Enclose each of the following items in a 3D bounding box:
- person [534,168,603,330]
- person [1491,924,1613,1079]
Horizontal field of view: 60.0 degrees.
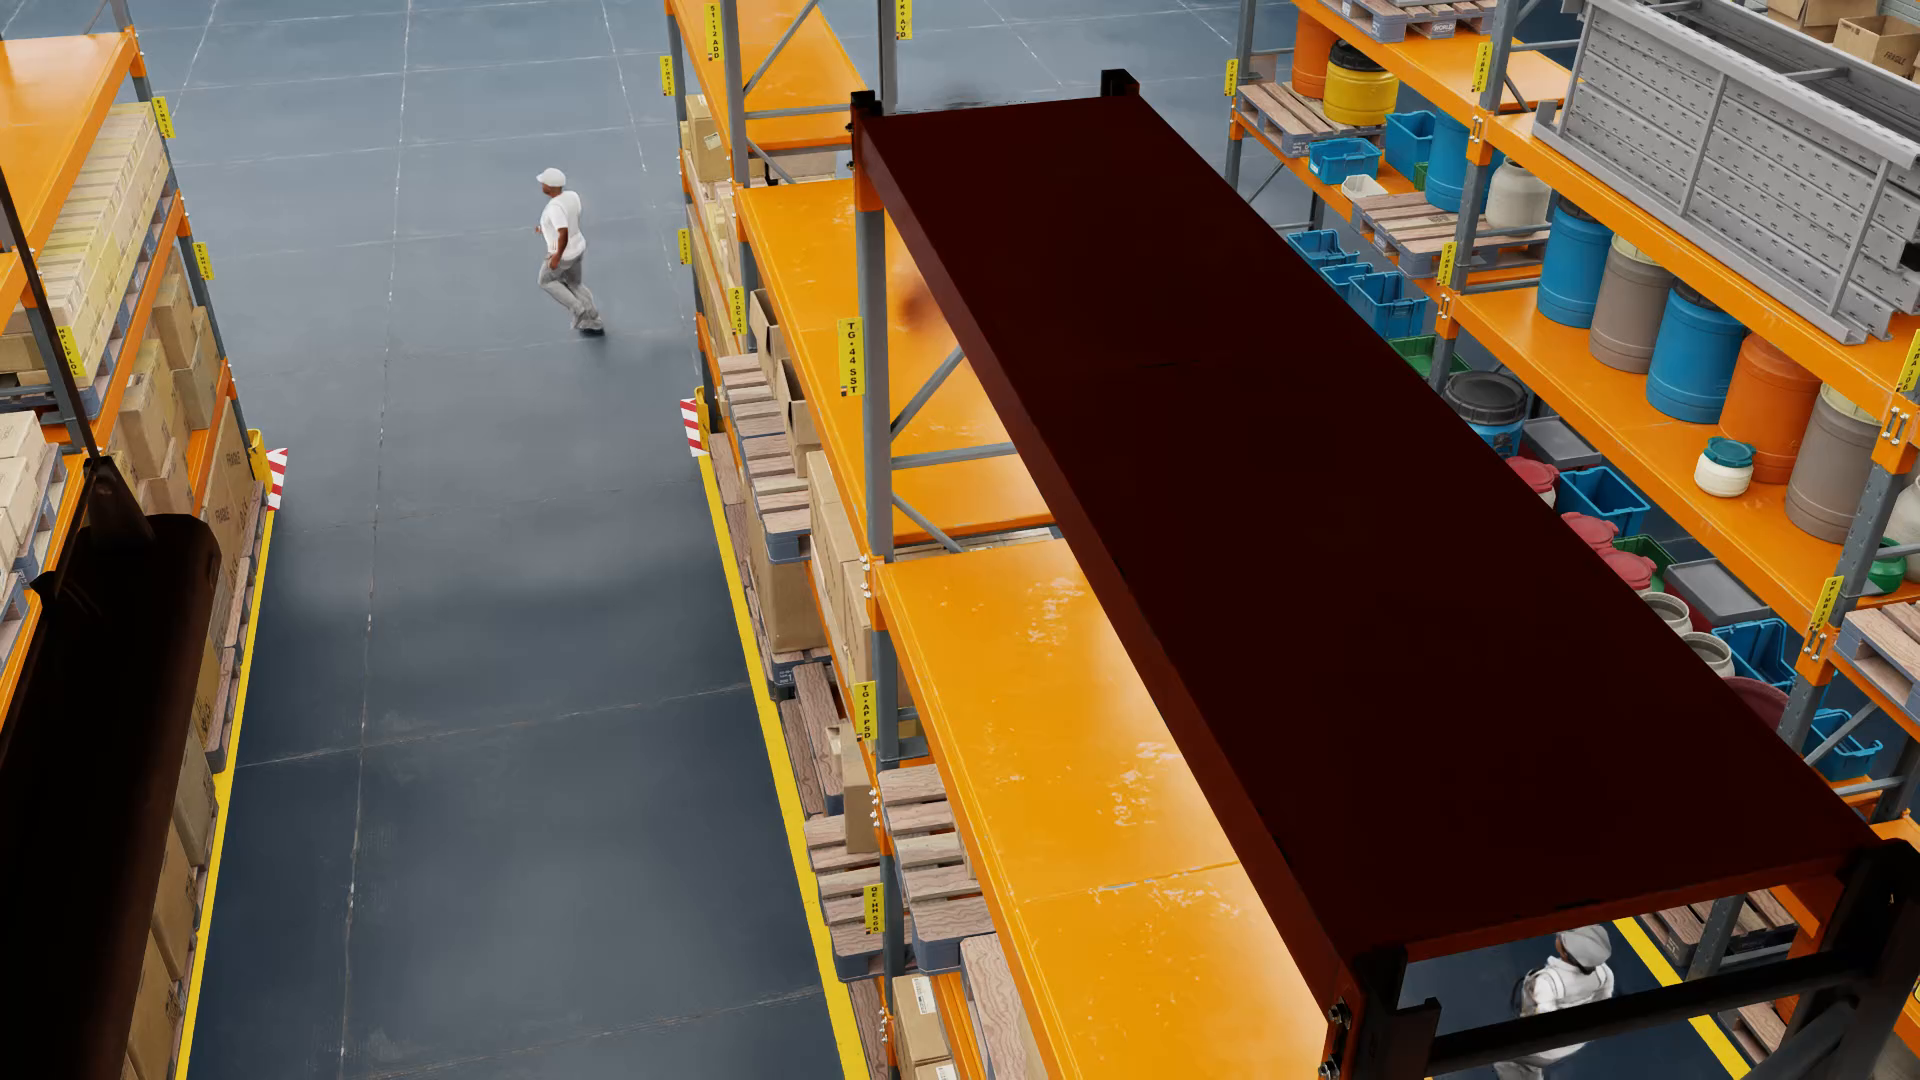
[{"bbox_3d":[-4.039,-2.933,16.829,0.700,1.716,0.682,11,36,15],"label":"person"},{"bbox_3d":[3.016,2.515,8.592,0.612,1.606,0.500,-13,37,-18],"label":"person"}]
